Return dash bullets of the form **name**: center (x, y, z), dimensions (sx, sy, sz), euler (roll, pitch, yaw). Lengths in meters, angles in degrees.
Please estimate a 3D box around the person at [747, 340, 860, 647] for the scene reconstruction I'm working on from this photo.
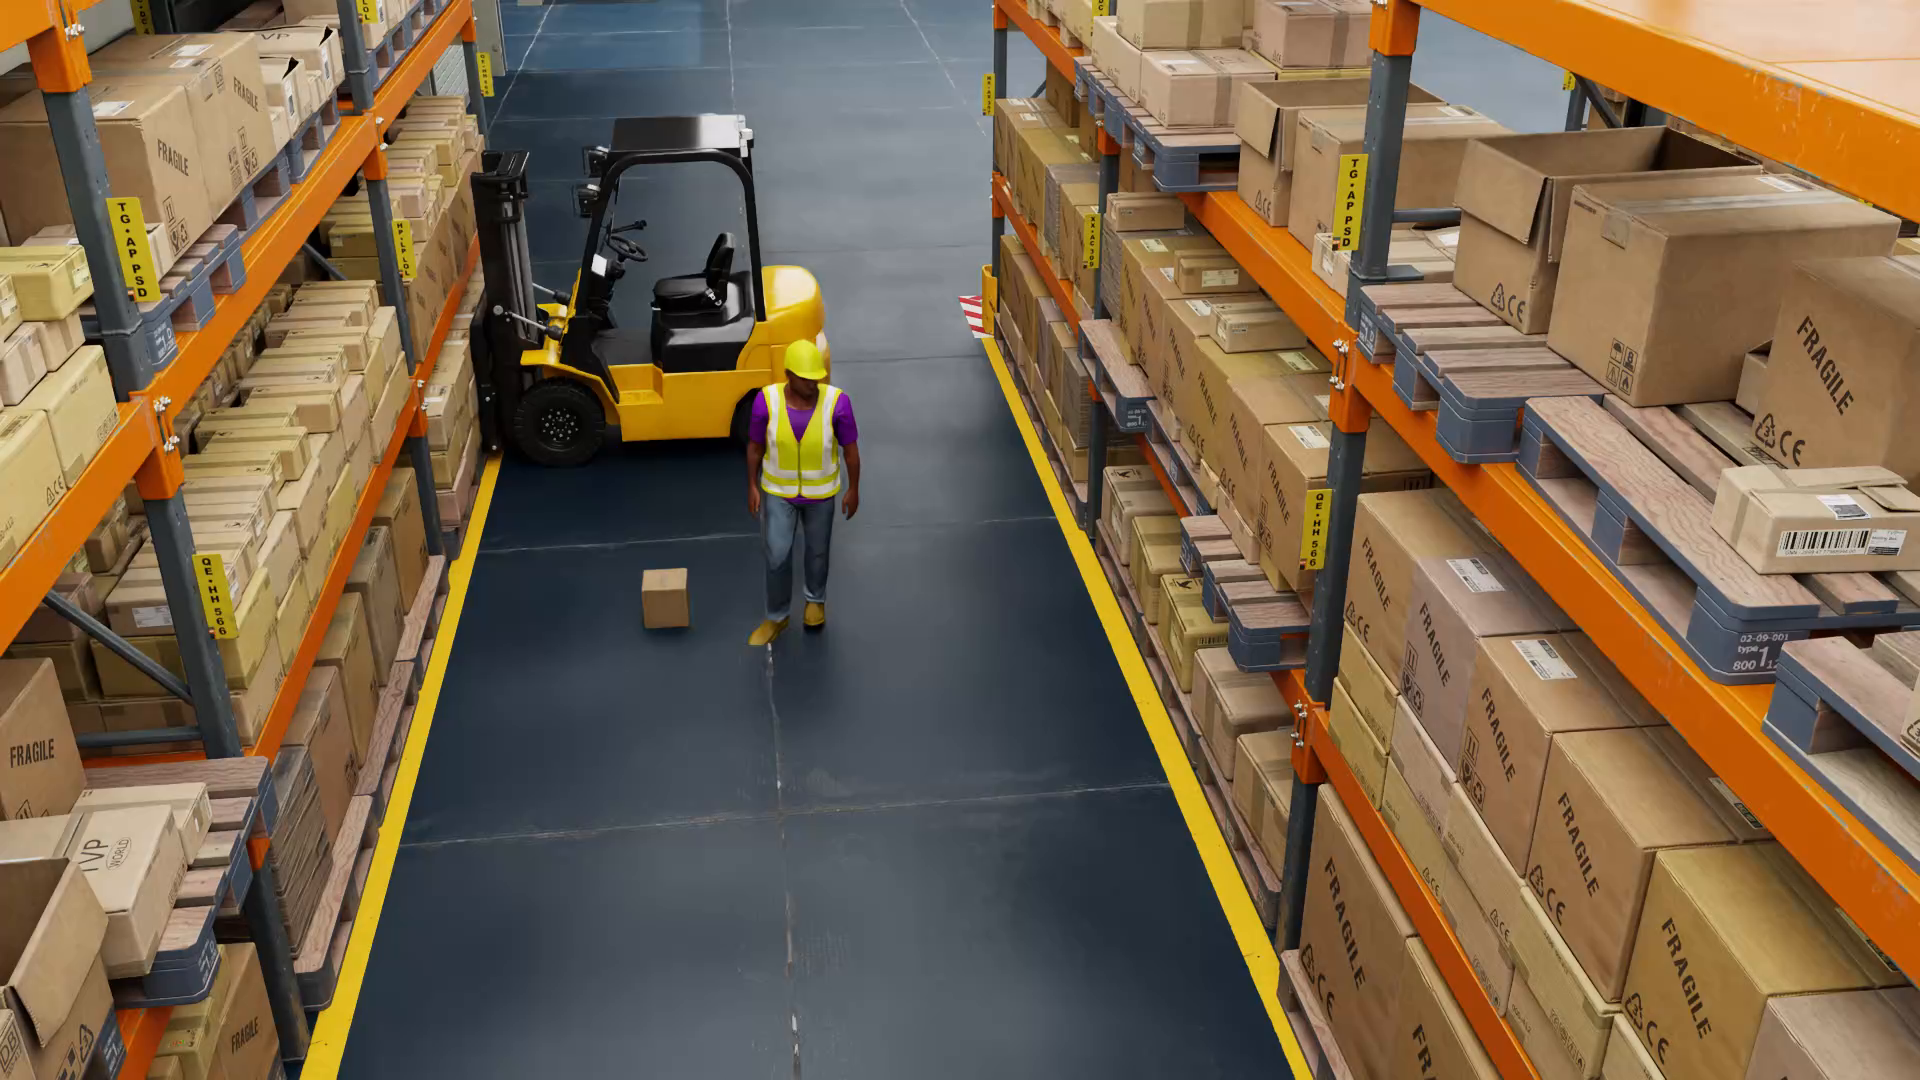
- **person**: center (-0.878, -0.269, 9.136), dimensions (0.665, 1.809, 0.522), euler (-2, 27, -4)
